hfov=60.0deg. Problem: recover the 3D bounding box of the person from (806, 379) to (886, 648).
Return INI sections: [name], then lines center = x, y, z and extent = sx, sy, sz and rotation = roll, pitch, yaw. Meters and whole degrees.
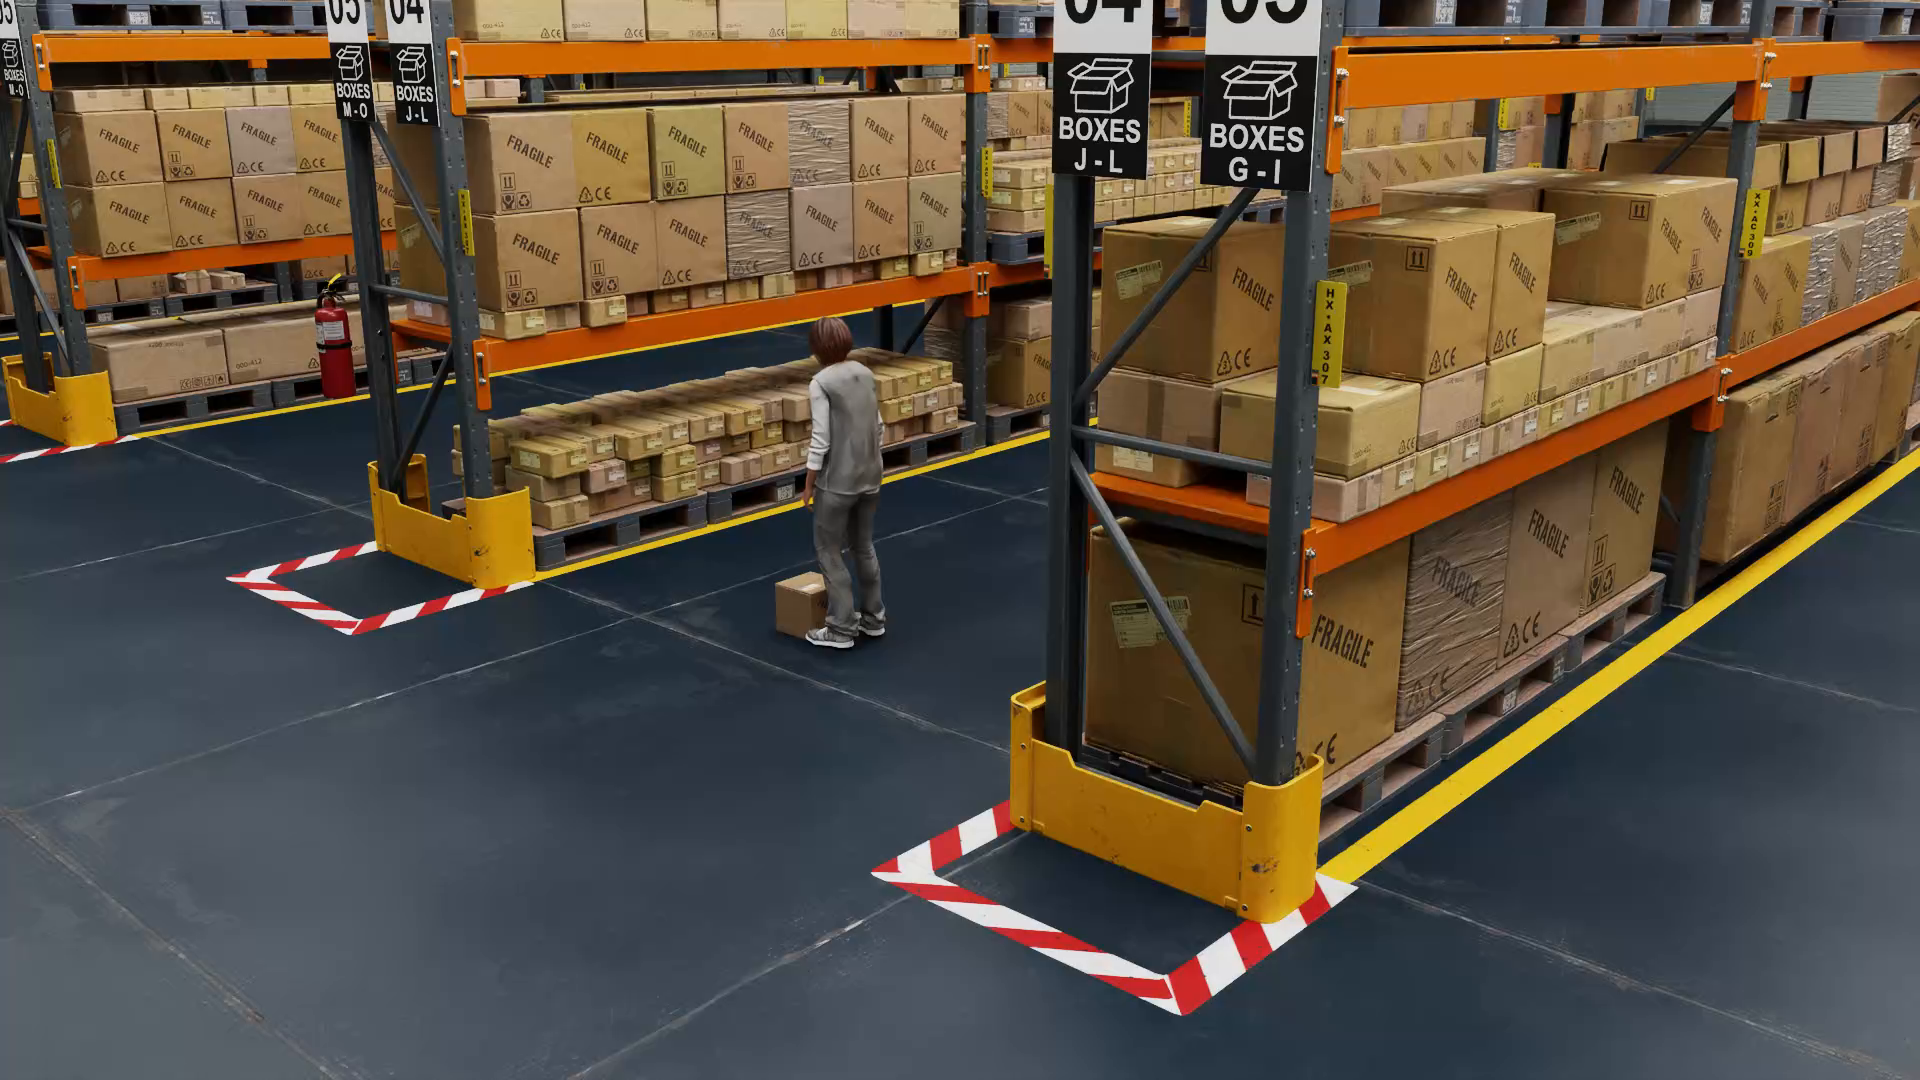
[person]
center = -0.554, -0.153, 7.964
extent = 0.320, 1.352, 0.462
rotation = 15, 23, 40
